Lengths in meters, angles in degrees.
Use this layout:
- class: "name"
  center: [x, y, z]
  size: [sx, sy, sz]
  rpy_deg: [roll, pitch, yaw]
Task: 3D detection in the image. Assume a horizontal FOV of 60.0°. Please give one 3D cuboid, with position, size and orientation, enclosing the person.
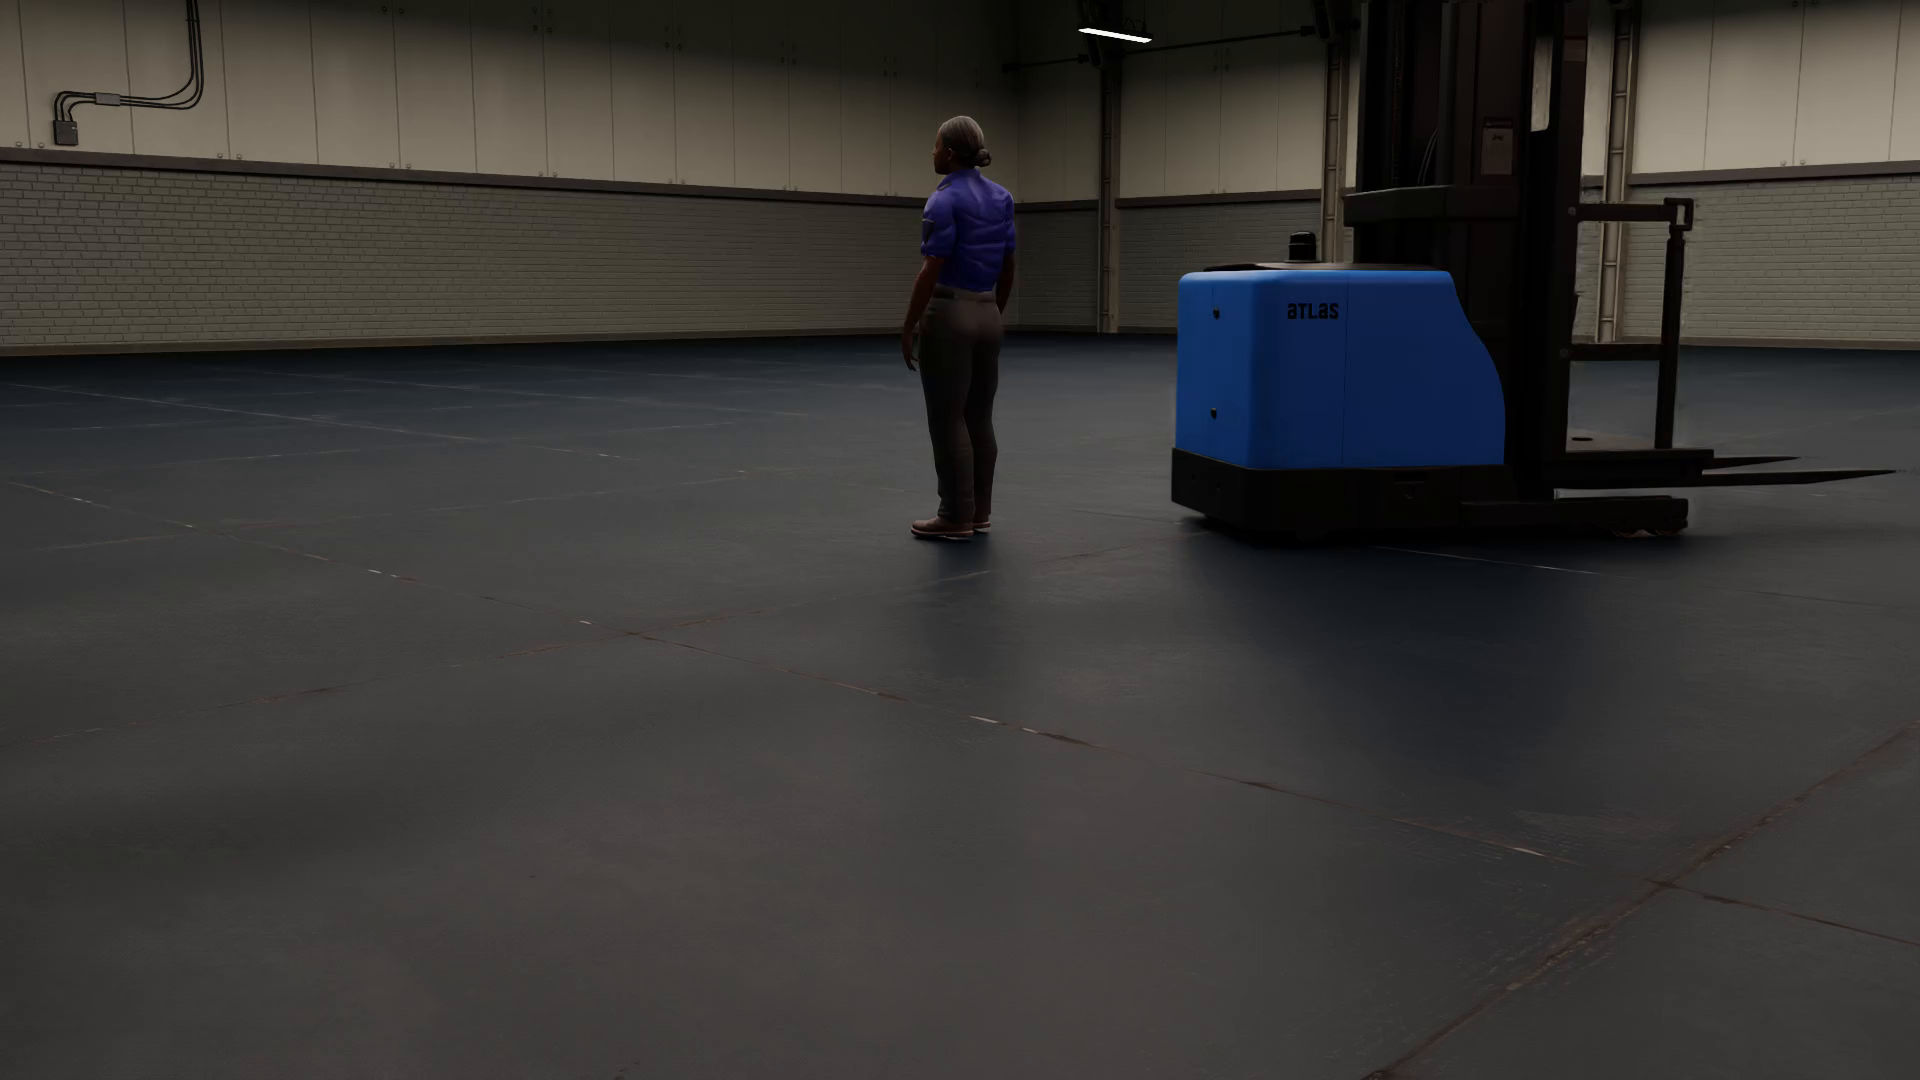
- class: "person"
  center: [-0.049, -0.837, 6.668]
  size: [0.504, 1.655, 0.569]
  rpy_deg: [8, 12, 43]

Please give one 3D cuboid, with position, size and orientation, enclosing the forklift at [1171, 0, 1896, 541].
- class: "forklift"
  center: [2.507, -1.531, 7.039]
  size: [3.031, 2.935, 1.130]
  rpy_deg: [-2, 9, -12]
